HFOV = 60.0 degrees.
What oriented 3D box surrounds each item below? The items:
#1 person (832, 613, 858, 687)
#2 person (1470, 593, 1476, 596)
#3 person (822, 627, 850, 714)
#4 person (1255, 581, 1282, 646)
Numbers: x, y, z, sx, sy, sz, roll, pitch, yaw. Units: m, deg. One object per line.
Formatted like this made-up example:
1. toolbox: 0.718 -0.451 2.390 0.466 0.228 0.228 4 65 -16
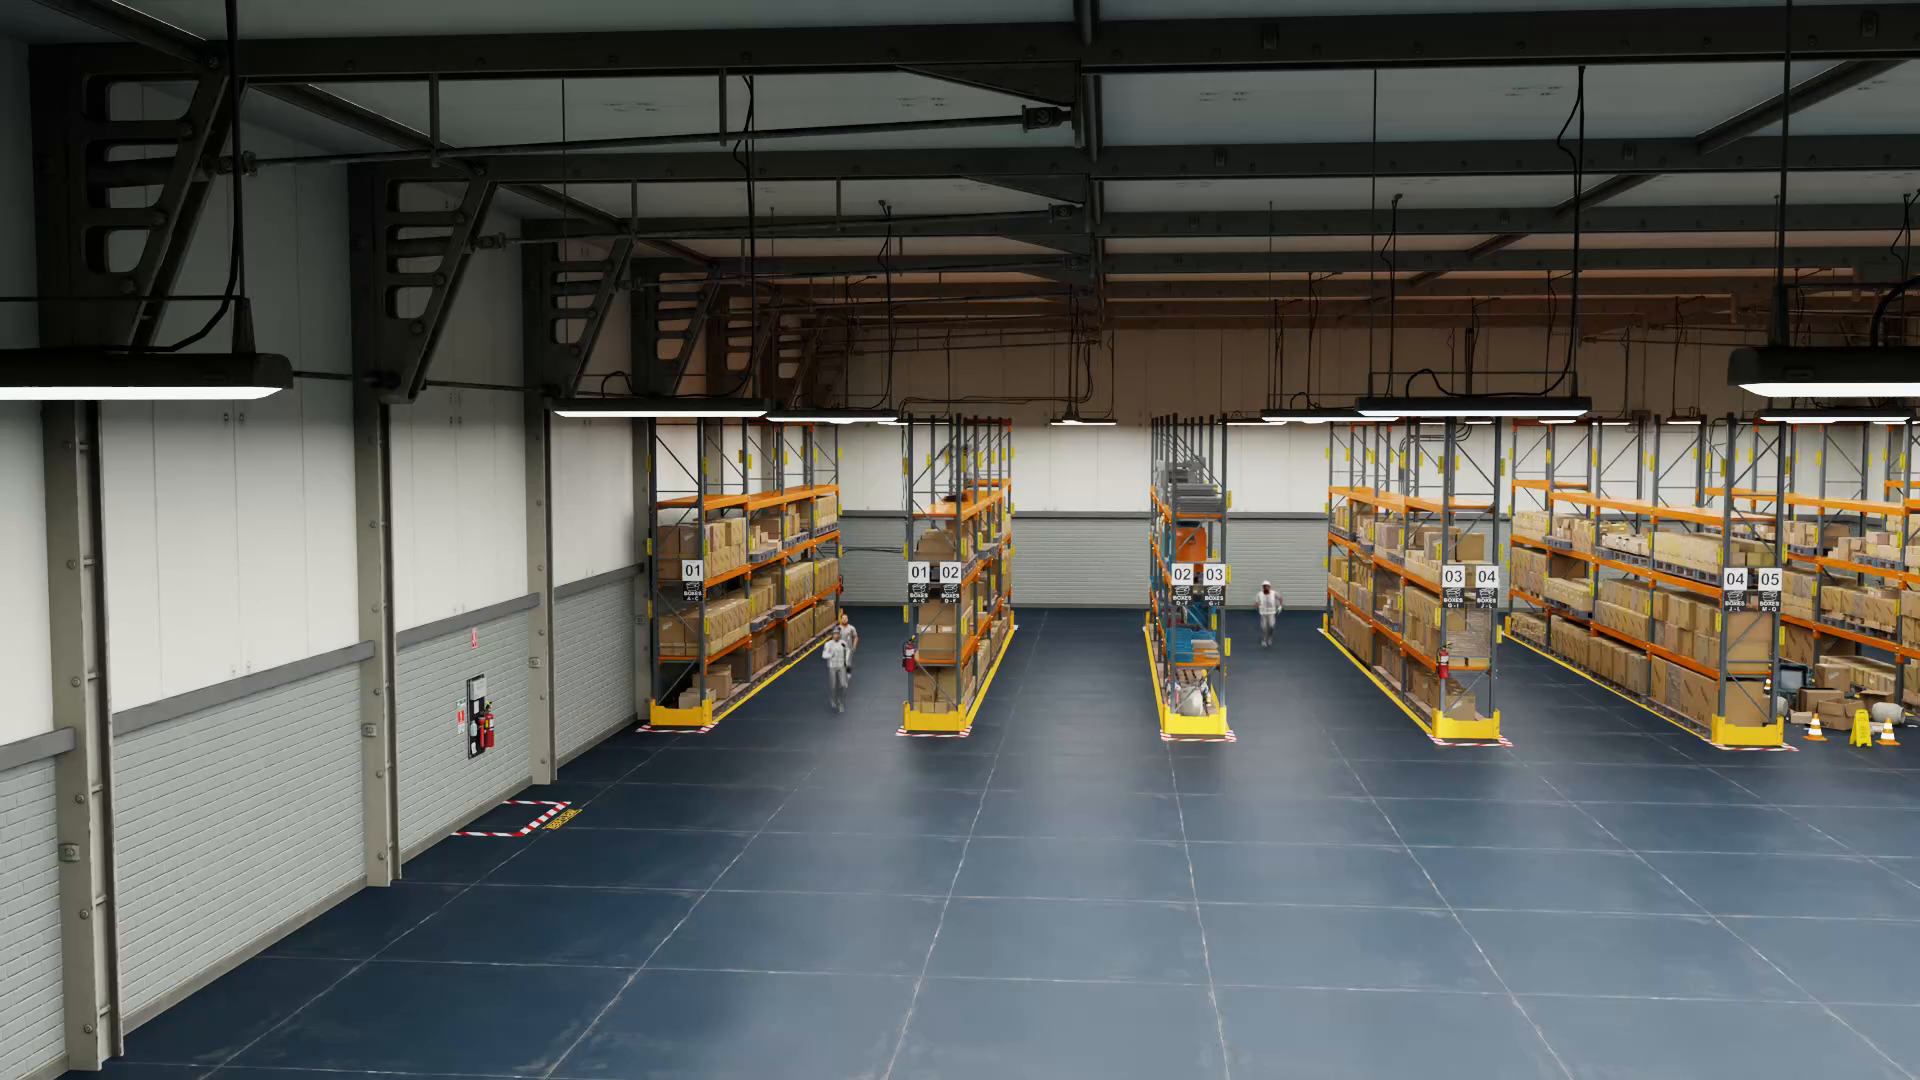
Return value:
1. person: -2.548 2.438 36.861 0.565 1.630 0.572 0 4 -1
2. person: 14.356 1.710 46.426 0.765 1.763 1.039 2 4 29
3. person: -2.490 2.615 33.613 0.594 1.752 0.707 -1 4 -11
4. person: 8.016 1.928 43.252 0.707 1.732 0.792 1 4 13
